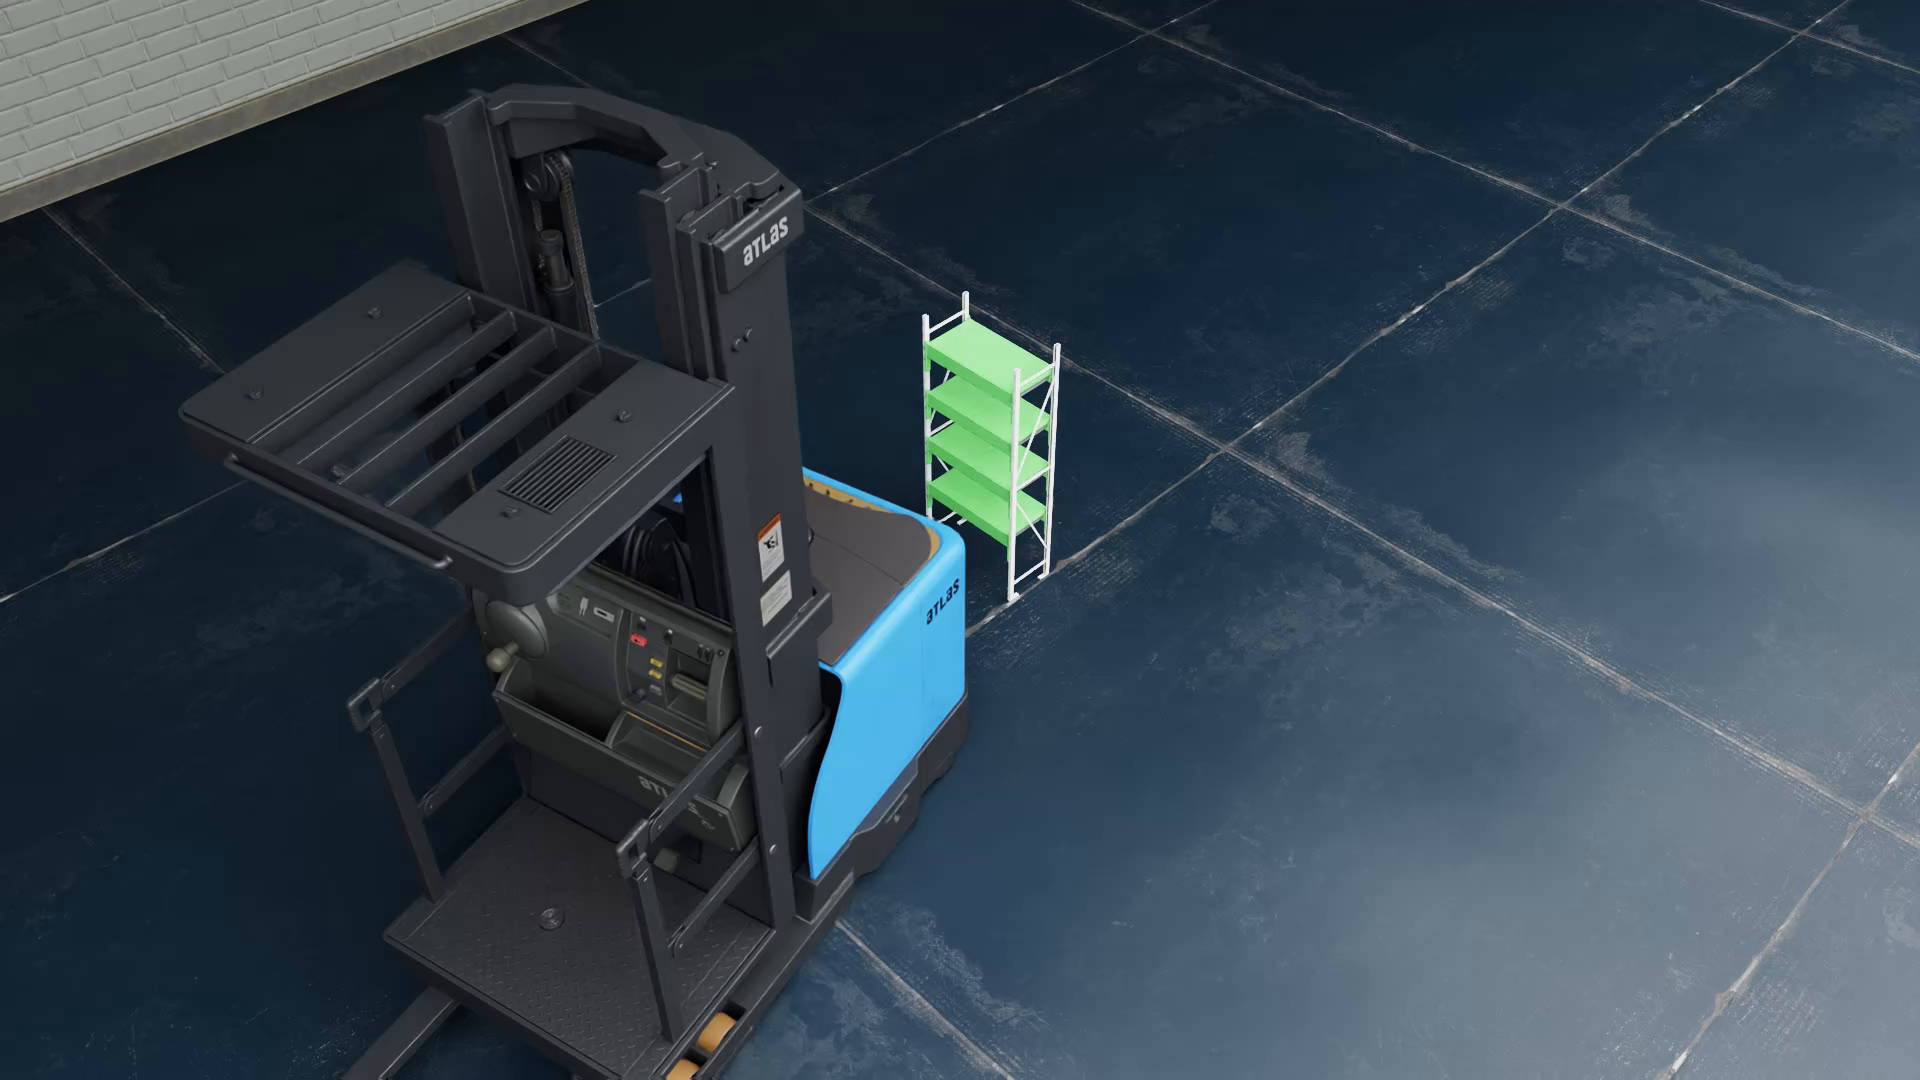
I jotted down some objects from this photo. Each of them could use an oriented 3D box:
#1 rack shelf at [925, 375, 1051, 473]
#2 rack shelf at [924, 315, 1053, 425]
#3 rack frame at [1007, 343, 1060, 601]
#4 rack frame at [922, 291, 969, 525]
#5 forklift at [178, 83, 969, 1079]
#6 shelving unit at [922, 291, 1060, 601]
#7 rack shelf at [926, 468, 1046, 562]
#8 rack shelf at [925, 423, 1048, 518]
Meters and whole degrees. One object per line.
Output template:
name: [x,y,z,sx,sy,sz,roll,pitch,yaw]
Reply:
rack shelf: [0.117,-0.490,6.637,0.258,0.148,0.480,-34,53,-31]
rack shelf: [0.117,-0.667,6.474,0.258,0.148,0.480,-34,53,-31]
rack frame: [0.289,-0.244,6.630,0.240,1.200,0.015,-34,53,-31]
rack frame: [-0.055,-0.478,6.884,0.240,1.200,0.015,-34,53,-31]
forklift: [-1.159,0.374,4.686,1.130,2.935,3.031,22,47,22]
shelving unit: [0.117,-0.361,6.757,0.258,1.200,0.503,-34,53,-31]
rack shelf: [0.117,-0.138,6.963,0.258,0.148,0.480,-34,53,-31]
rack shelf: [0.117,-0.314,6.800,0.258,0.148,0.480,-34,53,-31]
